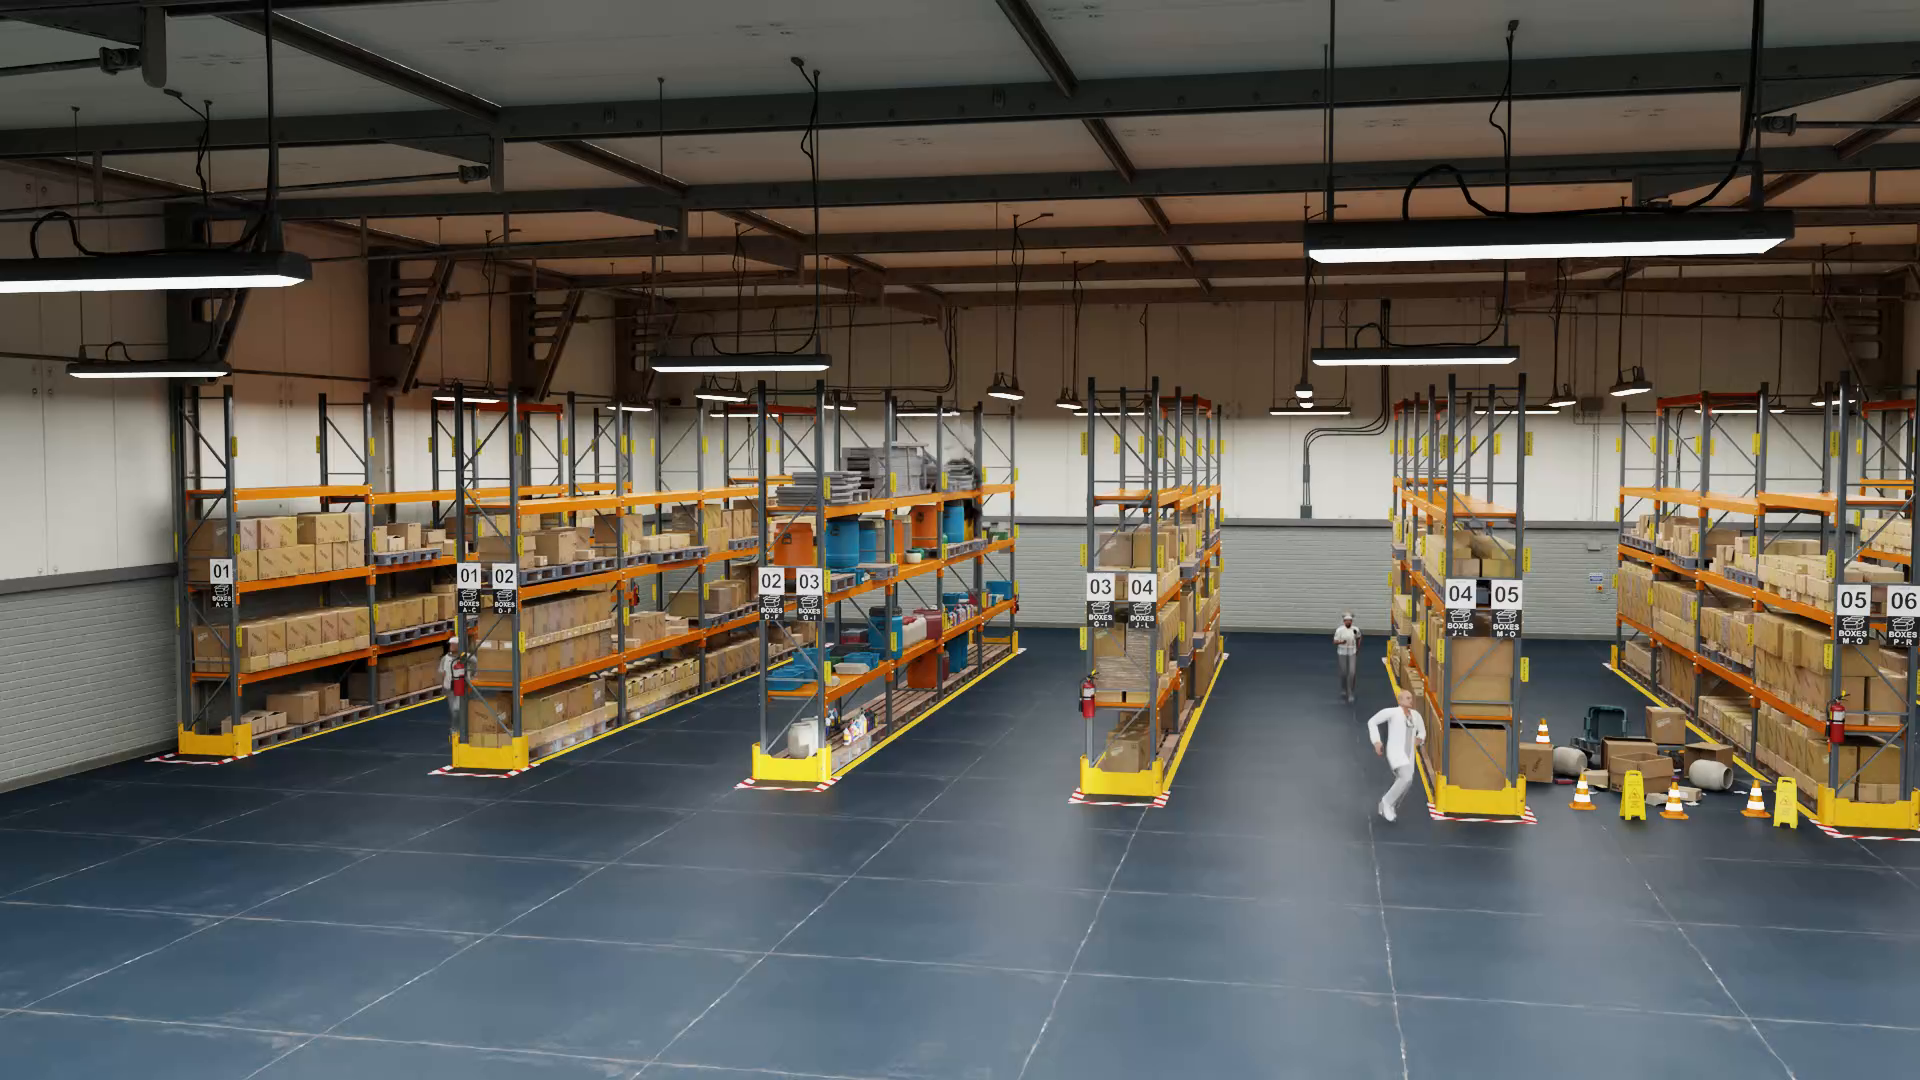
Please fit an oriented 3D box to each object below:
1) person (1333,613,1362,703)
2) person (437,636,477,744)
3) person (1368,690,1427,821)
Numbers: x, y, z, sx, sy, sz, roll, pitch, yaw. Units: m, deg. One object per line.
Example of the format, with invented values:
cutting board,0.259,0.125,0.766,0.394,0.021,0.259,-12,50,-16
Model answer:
person,7.678,2.302,32.927,0.566,1.741,0.772,1,3,10
person,-8.591,2.546,28.393,0.661,1.809,0.822,1,3,10
person,5.917,2.882,22.288,0.710,1.710,0.670,-2,4,-28
